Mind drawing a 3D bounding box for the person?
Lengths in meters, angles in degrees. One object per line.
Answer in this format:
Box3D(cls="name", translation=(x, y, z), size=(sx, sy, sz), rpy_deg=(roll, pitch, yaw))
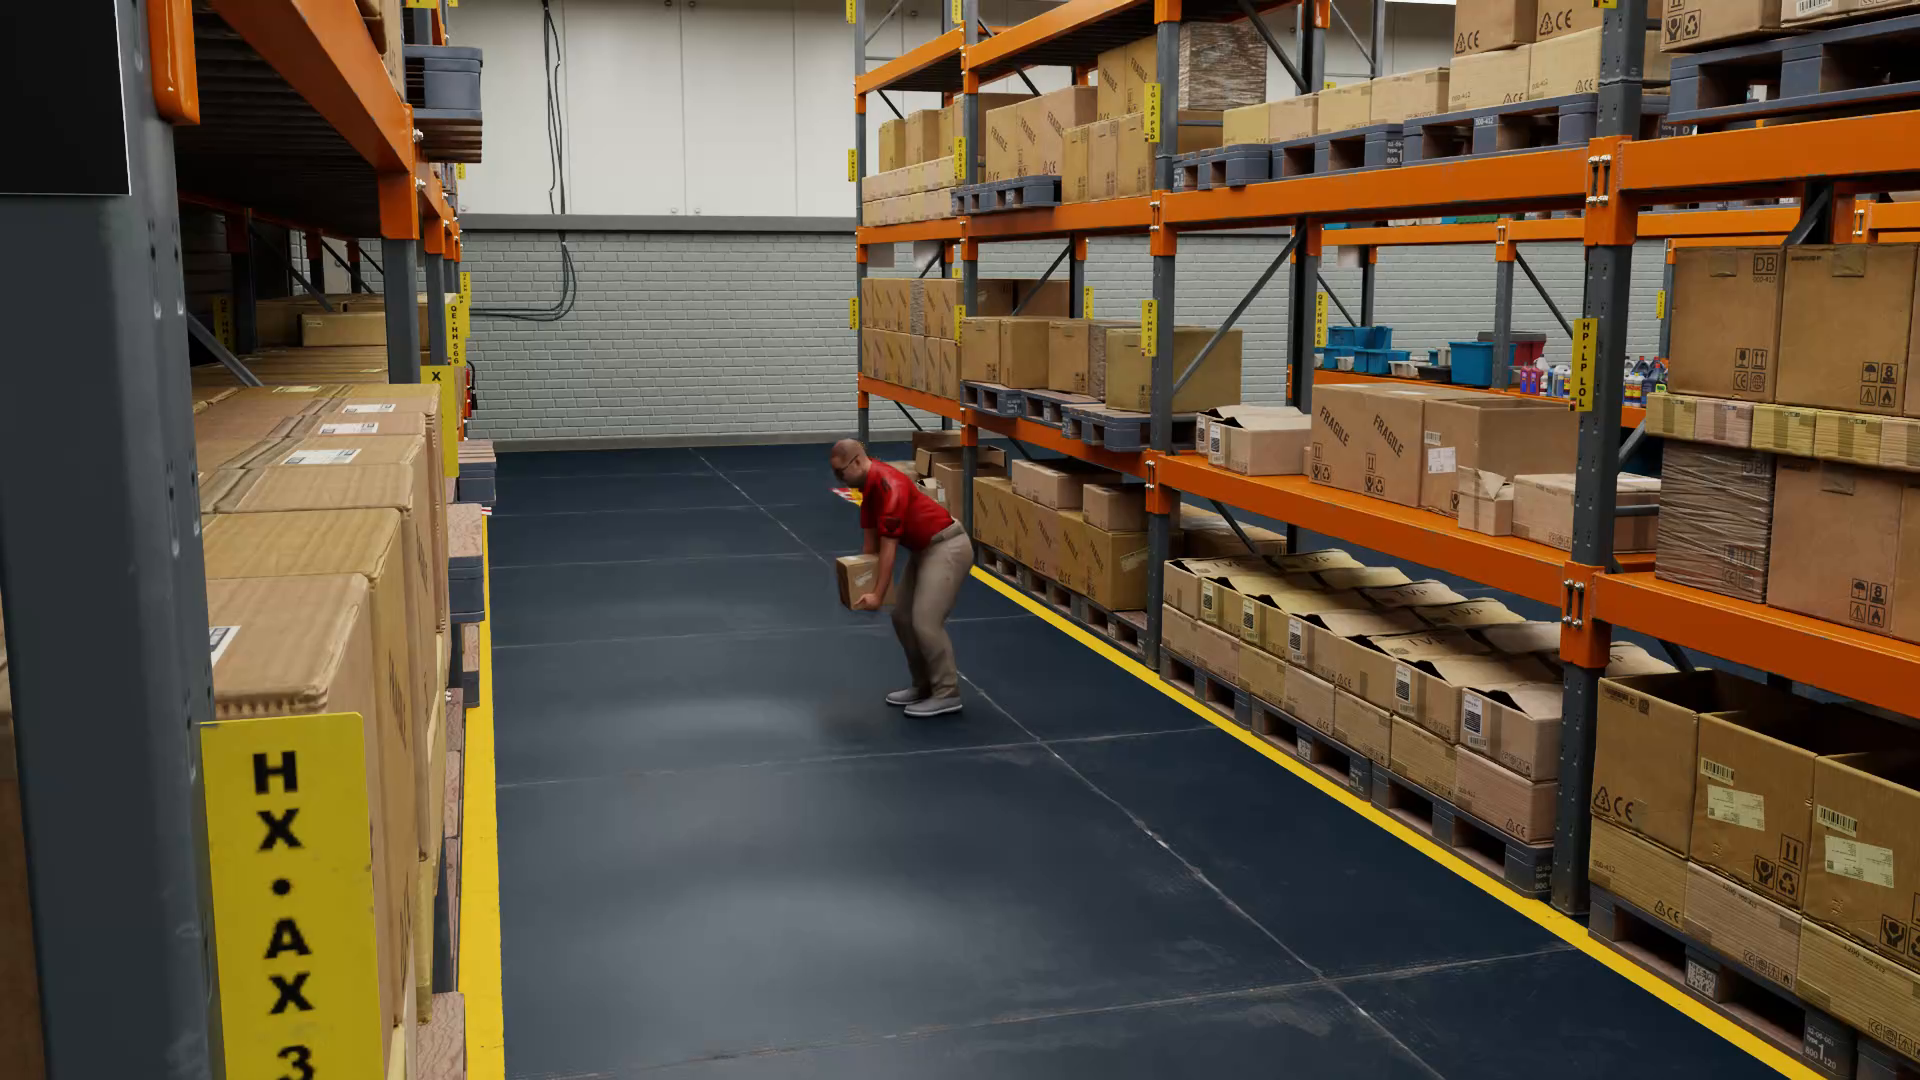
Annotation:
Box3D(cls="person", translation=(-0.317, 0.192, 8.974), size=(0.779, 1.501, 0.473), rpy_deg=(-3, 10, -18))
